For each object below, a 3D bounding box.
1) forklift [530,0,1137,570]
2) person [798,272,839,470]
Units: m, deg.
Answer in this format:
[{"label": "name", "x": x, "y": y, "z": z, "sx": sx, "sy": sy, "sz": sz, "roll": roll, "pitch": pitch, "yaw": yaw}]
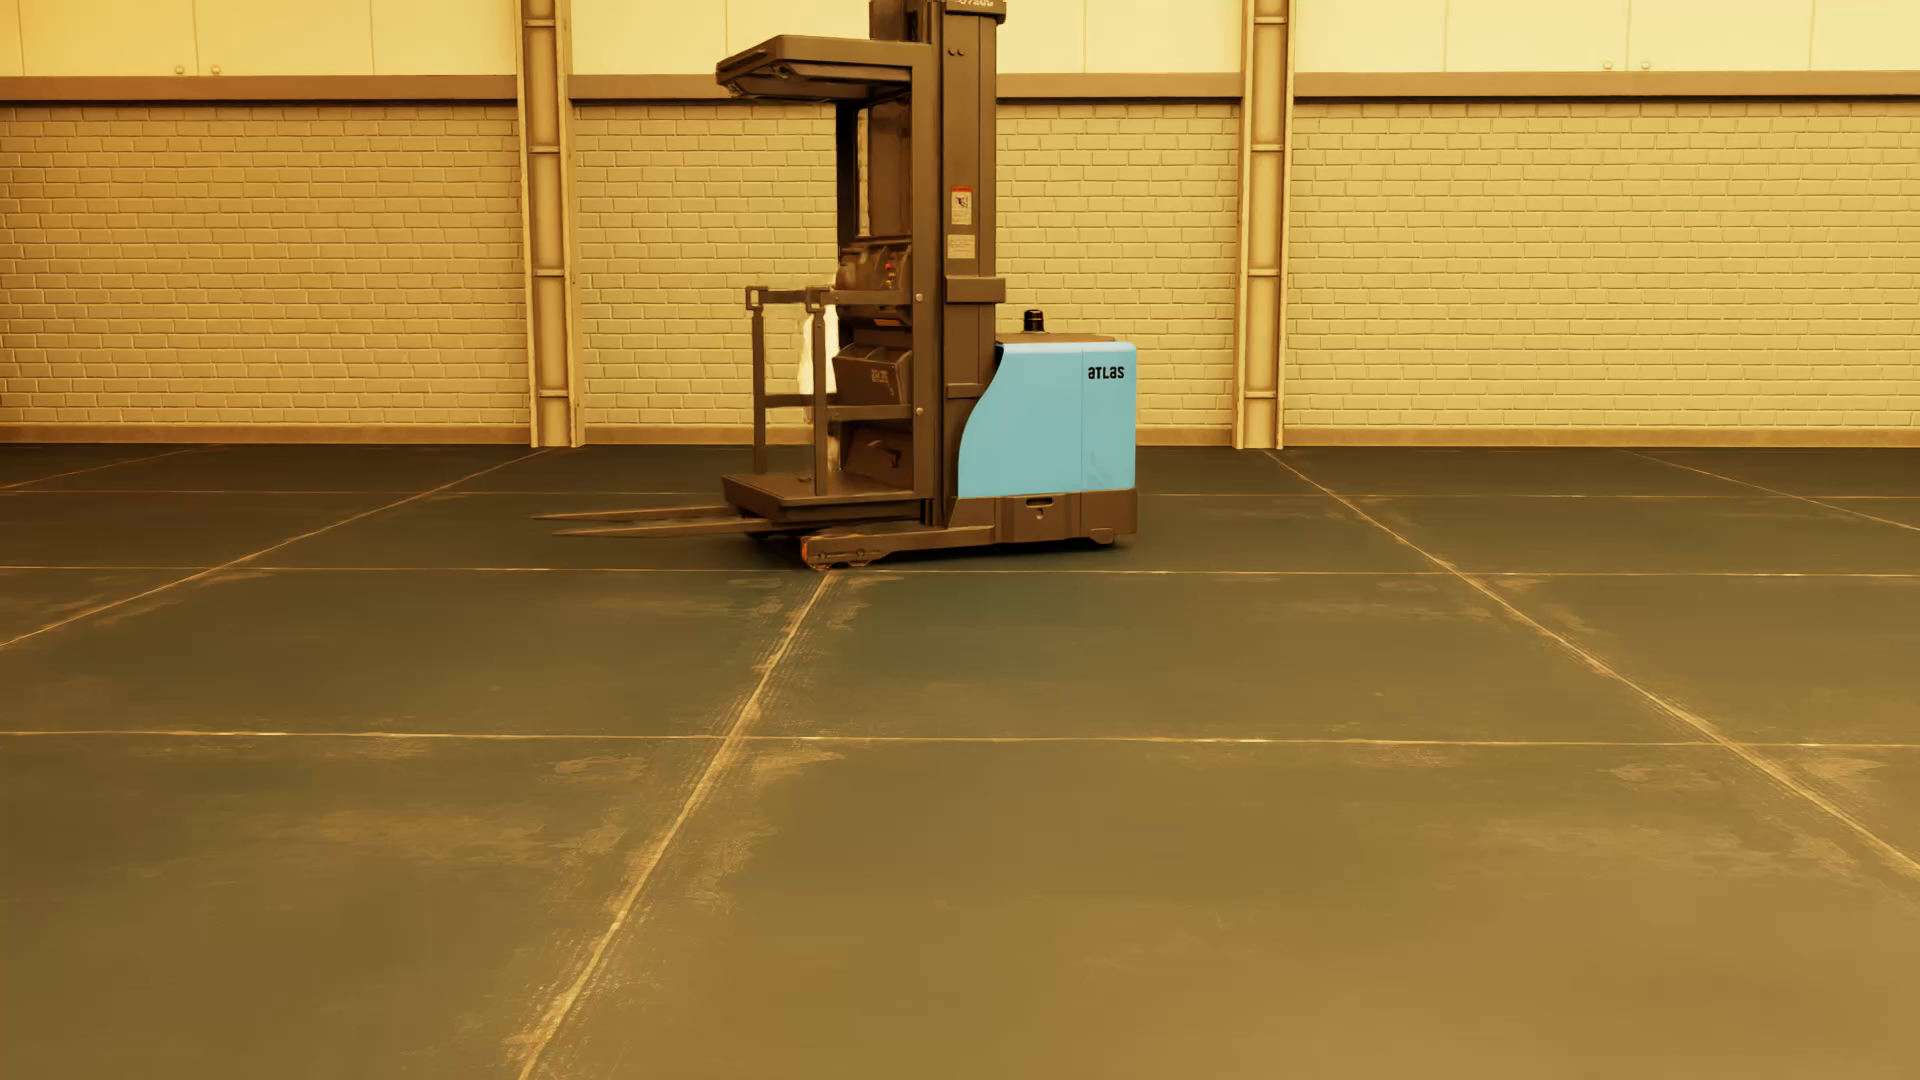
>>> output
[{"label": "forklift", "x": -0.629, "y": -1.393, "z": 8.412, "sx": 3.031, "sy": 2.935, "sz": 1.130, "roll": -4, "pitch": 9, "yaw": -24}, {"label": "person", "x": -0.646, "y": -1.038, "z": 10.871, "sx": 0.755, "sy": 1.490, "sz": 0.998, "roll": 4, "pitch": 10, "yaw": 24}]
